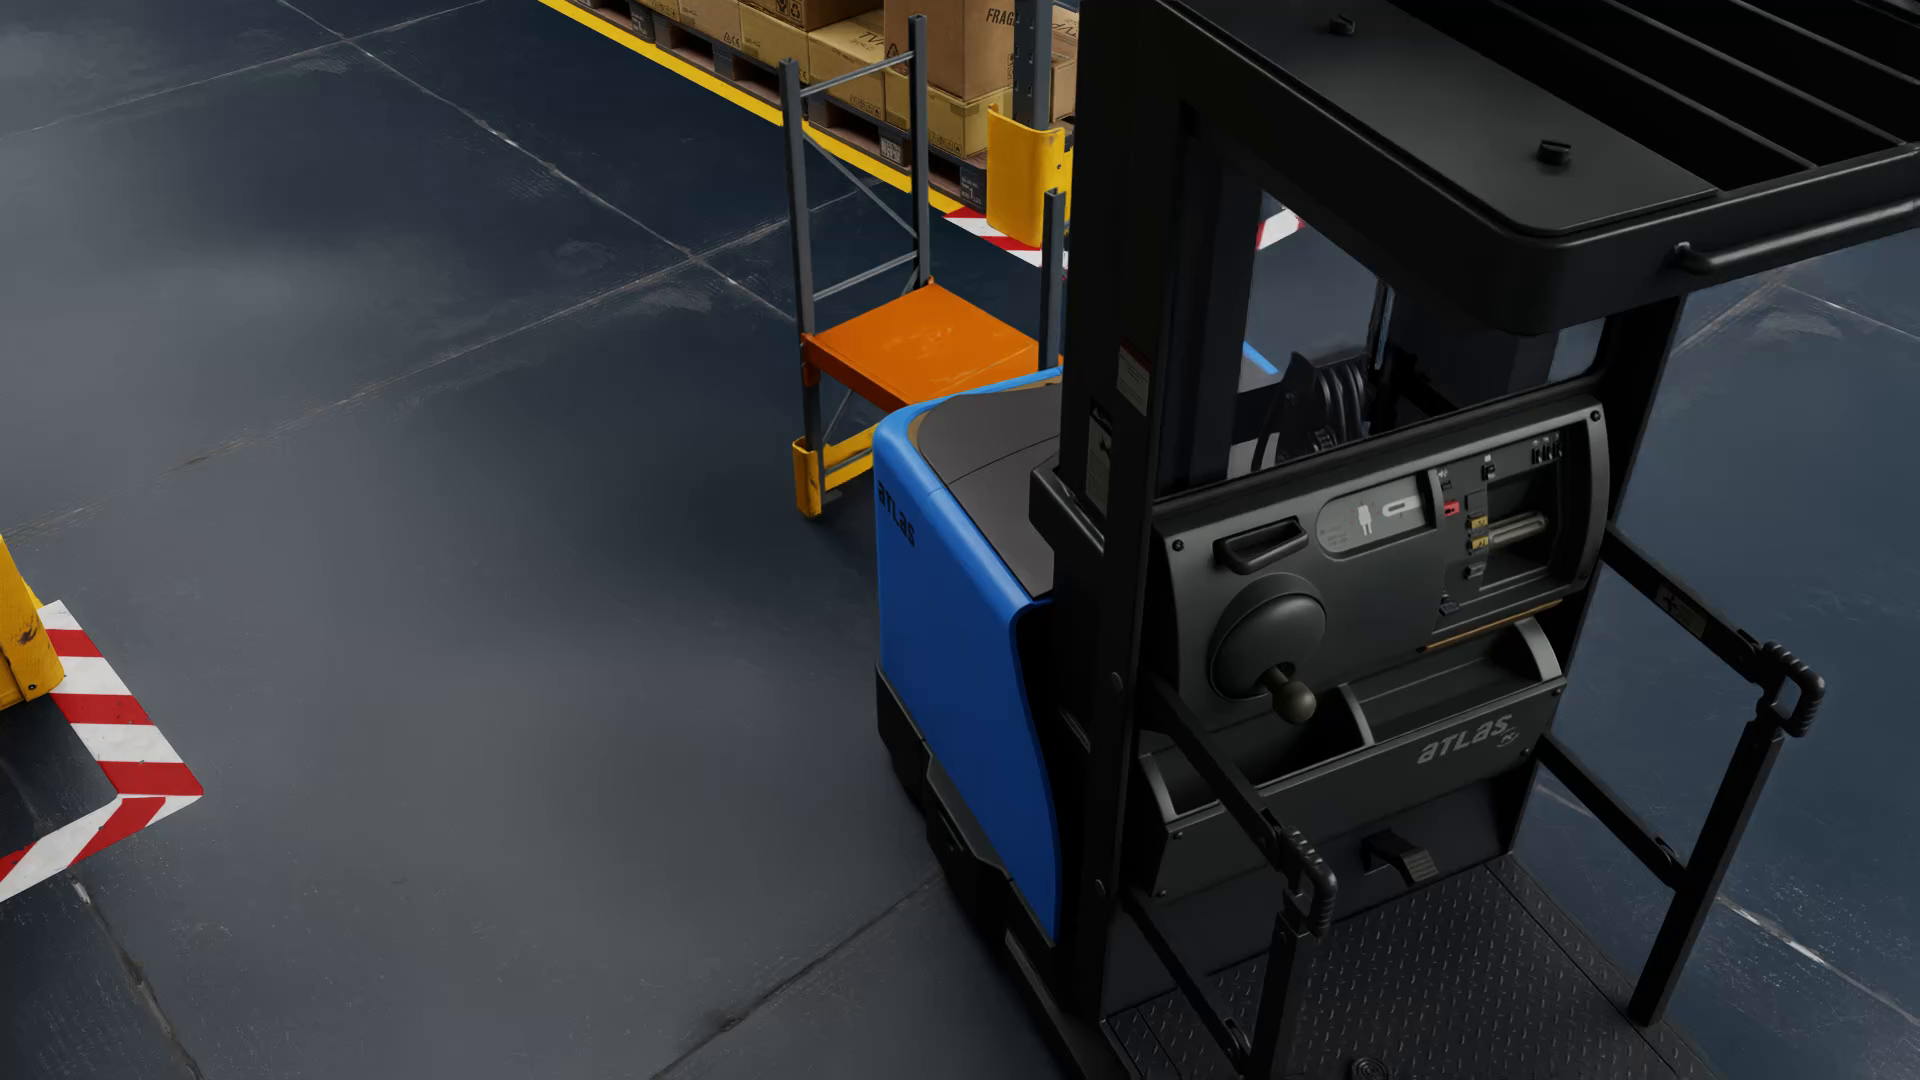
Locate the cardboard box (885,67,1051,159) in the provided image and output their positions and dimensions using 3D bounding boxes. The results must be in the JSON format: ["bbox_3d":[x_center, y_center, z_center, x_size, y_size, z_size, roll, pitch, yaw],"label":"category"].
[{"bbox_3d":[0.033,-1.883,7.048,0.500,0.250,0.500,-30,48,-32],"label":"cardboard box"}]

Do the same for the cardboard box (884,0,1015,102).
[{"bbox_3d":[0.031,-2.174,6.811,0.500,0.500,0.500,-30,48,-32],"label":"cardboard box"}]

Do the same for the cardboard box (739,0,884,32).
[{"bbox_3d":[-0.656,-2.630,7.377,0.500,0.500,0.500,-30,48,-32],"label":"cardboard box"}]

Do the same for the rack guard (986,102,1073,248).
[{"bbox_3d":[0.629,-1.683,6.936,1.175,0.500,0.348,-30,48,-32],"label":"rack guard"}]

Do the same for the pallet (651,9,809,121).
[{"bbox_3d":[-0.756,-2.482,8.155,1.003,0.211,1.213,-30,48,-32],"label":"pallet"}]

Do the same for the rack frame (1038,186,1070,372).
[{"bbox_3d":[0.390,-0.323,4.456,0.500,1.500,0.032,-30,47,-31],"label":"rack frame"}]

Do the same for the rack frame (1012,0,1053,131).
[{"bbox_3d":[0.613,-2.667,6.164,1.000,3.000,0.127,-30,48,-32],"label":"rack frame"}]

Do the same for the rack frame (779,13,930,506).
[{"bbox_3d":[-0.290,-0.797,5.043,0.500,1.500,0.032,-30,47,-31],"label":"rack frame"}]

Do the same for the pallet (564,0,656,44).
[{"bbox_3d":[-1.585,-3.047,8.855,1.003,0.211,1.213,-30,48,-32],"label":"pallet"}]

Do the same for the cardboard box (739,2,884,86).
[{"bbox_3d":[-0.654,-2.340,7.614,0.500,0.250,0.500,-30,48,-32],"label":"cardboard box"}]

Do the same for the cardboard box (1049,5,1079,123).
[{"bbox_3d":[0.414,-2.103,7.321,0.500,0.250,0.500,-30,48,-32],"label":"cardboard box"}]

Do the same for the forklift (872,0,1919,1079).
[{"bbox_3d":[0.860,0.107,2.784,1.130,2.935,3.031,-16,42,-19],"label":"forklift"}]

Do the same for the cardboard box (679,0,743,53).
[{"bbox_3d":[-0.991,-2.572,7.901,0.500,0.250,0.500,-30,48,-32],"label":"cardboard box"}]

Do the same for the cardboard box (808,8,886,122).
[{"bbox_3d":[-0.314,-2.109,7.328,0.500,0.250,0.500,-30,48,-32],"label":"cardboard box"}]

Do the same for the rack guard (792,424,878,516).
[{"bbox_3d":[-0.290,-0.310,5.435,0.587,0.250,0.087,-30,47,-31],"label":"rack guard"}]

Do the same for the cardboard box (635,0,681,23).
[{"bbox_3d":[-1.333,-2.801,8.185,0.500,0.250,0.500,-30,48,-32],"label":"cardboard box"}]

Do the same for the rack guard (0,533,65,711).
[{"bbox_3d":[-3.085,0.378,4.385,1.175,0.500,0.348,-30,48,-32],"label":"rack guard"}]

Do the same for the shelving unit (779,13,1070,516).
[{"bbox_3d":[0.044,-0.564,4.755,0.587,1.500,1.083,-30,47,-31],"label":"shelving unit"}]

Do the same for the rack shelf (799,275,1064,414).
[{"bbox_3d":[0.050,-0.420,4.863,0.538,0.185,1.000,-30,47,-31],"label":"rack shelf"}]

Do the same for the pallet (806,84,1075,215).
[{"bbox_3d":[0.065,-1.918,7.457,1.003,0.211,1.213,-30,48,-32],"label":"pallet"}]
